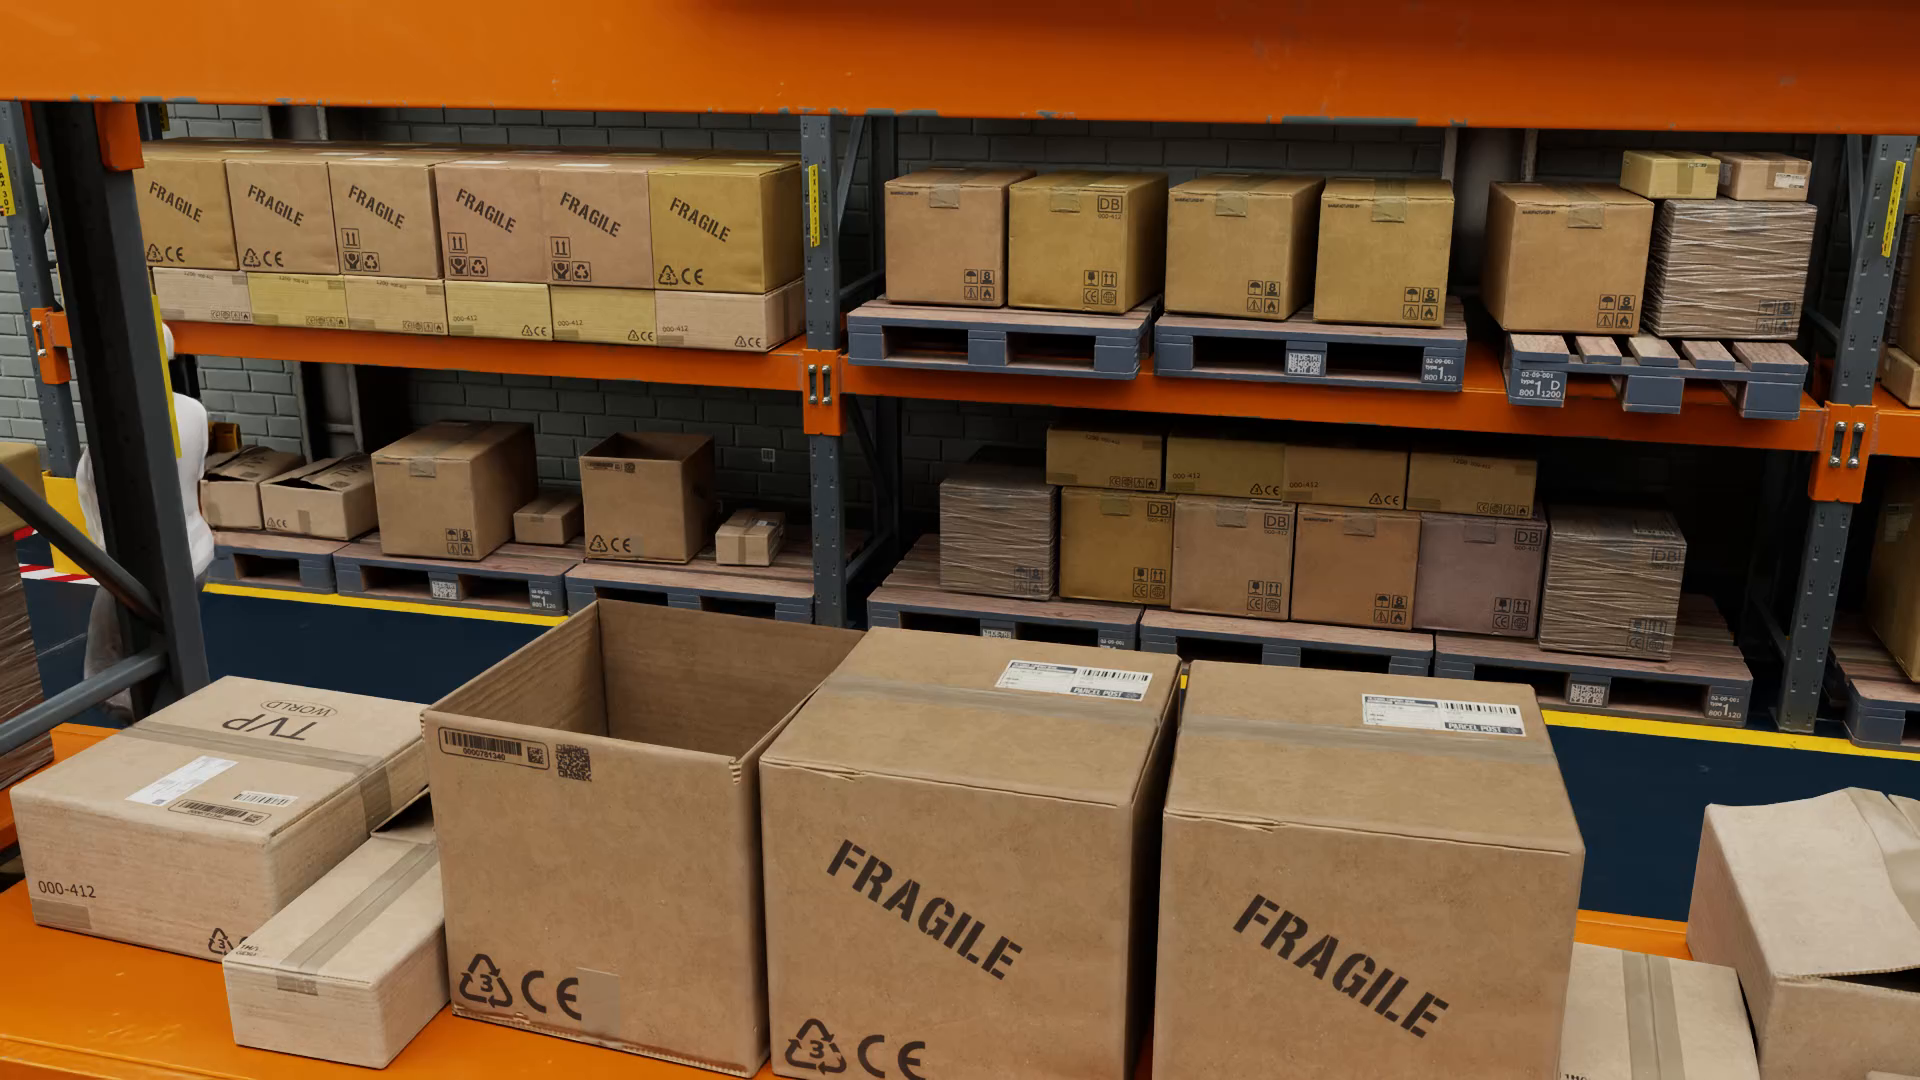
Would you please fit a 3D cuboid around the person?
[{"bbox_3d":[-2.691,0.113,5.601,0.531,1.758,0.567,0,18,0],"label":"person"}]
